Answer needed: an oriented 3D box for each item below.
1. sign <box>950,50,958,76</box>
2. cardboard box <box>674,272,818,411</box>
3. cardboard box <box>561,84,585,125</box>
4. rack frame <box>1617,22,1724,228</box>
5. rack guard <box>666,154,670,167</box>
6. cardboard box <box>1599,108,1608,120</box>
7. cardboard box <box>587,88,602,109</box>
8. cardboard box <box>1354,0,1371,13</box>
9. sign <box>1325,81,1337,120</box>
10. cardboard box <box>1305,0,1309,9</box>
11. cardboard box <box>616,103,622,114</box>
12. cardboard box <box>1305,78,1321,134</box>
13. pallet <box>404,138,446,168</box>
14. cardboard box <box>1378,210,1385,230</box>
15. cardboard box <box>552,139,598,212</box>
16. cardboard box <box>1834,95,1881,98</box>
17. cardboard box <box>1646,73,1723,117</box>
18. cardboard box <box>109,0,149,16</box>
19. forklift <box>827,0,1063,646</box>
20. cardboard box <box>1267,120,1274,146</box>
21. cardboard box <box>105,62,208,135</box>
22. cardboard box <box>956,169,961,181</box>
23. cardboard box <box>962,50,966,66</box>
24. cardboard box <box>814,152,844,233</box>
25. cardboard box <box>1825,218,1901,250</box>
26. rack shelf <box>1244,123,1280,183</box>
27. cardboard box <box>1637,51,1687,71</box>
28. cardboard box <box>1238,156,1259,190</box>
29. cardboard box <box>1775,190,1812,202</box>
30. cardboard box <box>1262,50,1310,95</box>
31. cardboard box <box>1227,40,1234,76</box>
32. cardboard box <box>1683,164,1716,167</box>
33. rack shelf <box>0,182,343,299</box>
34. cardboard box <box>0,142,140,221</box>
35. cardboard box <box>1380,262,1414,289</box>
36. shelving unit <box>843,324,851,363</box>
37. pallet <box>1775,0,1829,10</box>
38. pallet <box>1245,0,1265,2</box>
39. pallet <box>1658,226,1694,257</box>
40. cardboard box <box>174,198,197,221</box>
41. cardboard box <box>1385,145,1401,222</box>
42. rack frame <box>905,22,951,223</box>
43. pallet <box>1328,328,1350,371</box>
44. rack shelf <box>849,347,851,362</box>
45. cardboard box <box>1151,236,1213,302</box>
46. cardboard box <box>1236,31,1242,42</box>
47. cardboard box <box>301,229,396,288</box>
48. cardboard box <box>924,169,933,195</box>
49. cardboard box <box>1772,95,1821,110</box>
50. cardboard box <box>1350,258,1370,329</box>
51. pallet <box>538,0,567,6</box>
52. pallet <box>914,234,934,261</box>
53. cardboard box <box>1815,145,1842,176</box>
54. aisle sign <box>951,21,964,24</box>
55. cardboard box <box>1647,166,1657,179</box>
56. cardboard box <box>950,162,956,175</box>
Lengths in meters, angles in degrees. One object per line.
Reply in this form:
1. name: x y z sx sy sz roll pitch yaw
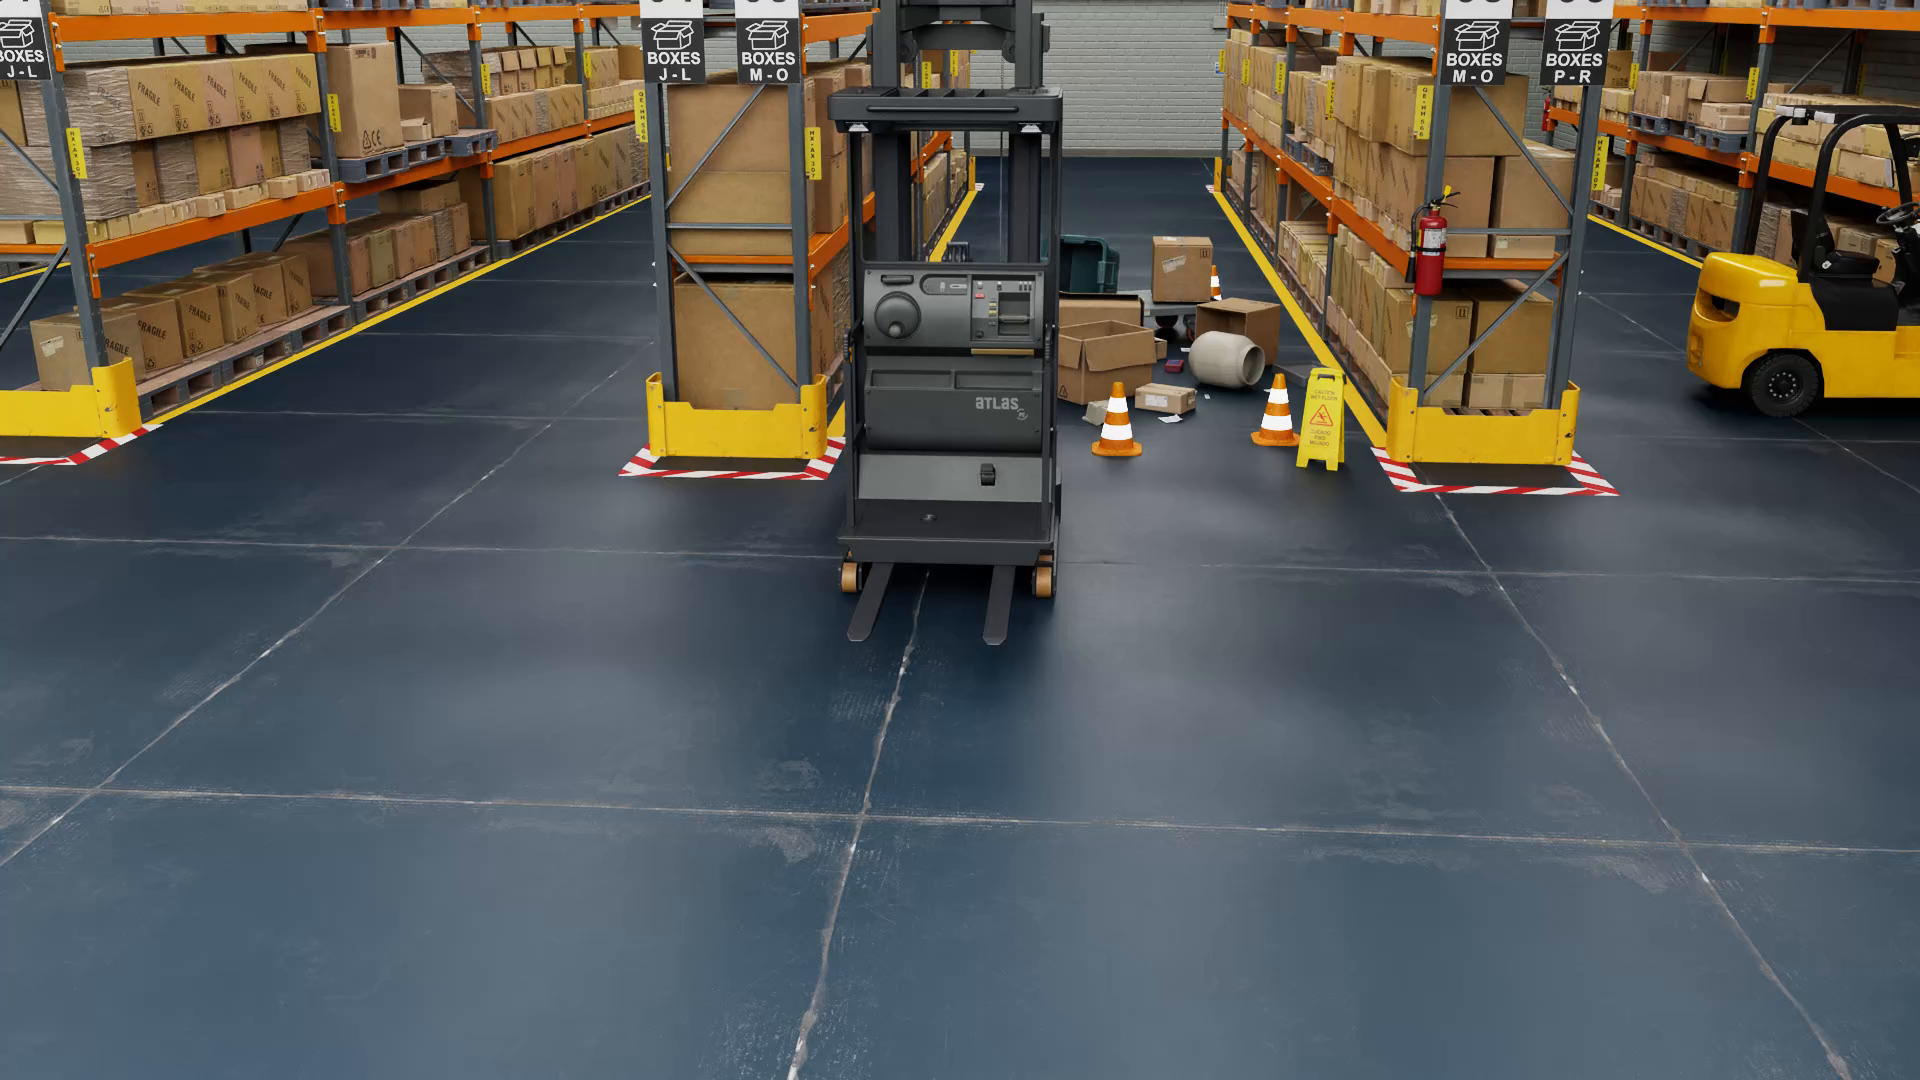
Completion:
1. sign: -0.079 -6.302 21.980 0.100 0.325 0.005 1 18 4
2. cardboard box: -1.510 -1.438 11.733 0.875 0.875 0.875 1 18 4
3. cardboard box: -5.334 -5.802 22.151 0.500 0.500 0.500 1 18 4
4. rack frame: 9.263 -5.575 21.618 1.000 3.000 0.127 1 18 4
5. rack guard: -5.284 -5.967 26.832 1.175 0.500 0.348 1 18 4
6. cardboard box: 9.062 -5.883 22.964 0.380 0.149 0.250 1 18 3
7. cardboard box: -5.278 -6.116 23.033 0.500 0.250 0.500 1 18 3
8. cardboard box: 3.394 -4.334 13.419 0.380 0.149 0.250 1 18 4
9. sign: 3.185 -3.761 14.224 0.100 0.325 0.005 1 18 4
10. cardboard box: 3.833 -5.654 17.447 0.380 0.149 0.250 1 18 4
11. cardboard box: -5.127 -6.273 24.154 0.380 0.149 0.250 1 18 5
12. cardboard box: 3.657 -4.213 16.152 0.500 0.500 0.500 1 18 2
13. pallet: -5.960 -3.956 16.988 1.003 0.211 1.213 1 18 4
14. cardboard box: 3.287 -2.358 12.204 0.380 0.149 0.250 1 18 3
15. cardboard box: -5.598 -4.896 22.286 1.225 0.875 0.875 1 18 4
16. cardboard box: 9.248 -4.499 17.133 0.380 0.149 0.250 2 18 5
17. cardboard box: 8.968 -5.516 20.603 0.700 0.500 0.500 1 18 5
18. cardboard box: -6.110 -3.837 11.739 0.500 0.250 0.500 1 18 3
19. forklift: -0.045 -1.199 8.376 1.130 2.935 3.031 1 18 4
20. cardboard box: 3.823 -4.692 19.167 0.500 0.250 0.500 2 18 5
21. cardboard box: -6.044 -3.318 12.487 0.500 0.500 0.500 1 18 4
22. cardboard box: -0.188 -5.334 24.309 0.380 0.149 0.250 1 18 4
23. cardboard box: -0.195 -7.203 24.344 0.500 0.500 0.500 2 18 7
24. cardboard box: -1.328 -2.566 12.197 0.875 0.550 0.550 1 18 4
25. cardboard box: 8.831 -2.798 16.283 0.875 0.625 0.625 1 18 2
26. rack shelf: 4.169 -4.721 20.169 1.077 0.370 4.000 1 18 4
27. cardboard box: 9.635 -6.458 22.872 0.500 0.500 0.500 1 18 2
28. cardboard box: 4.594 -5.417 24.578 0.875 0.438 0.875 2 18 5
29. cardboard box: 9.325 -3.807 18.523 0.380 0.149 0.250 2 18 7
30. cardboard box: 3.916 -5.602 19.935 0.500 0.500 0.500 1 18 3
31. cardboard box: 4.250 -7.146 24.647 0.500 0.500 0.500 1 18 2
32. cardboard box: 9.524 -4.774 21.473 0.380 0.149 0.250 1 18 2
33. rack shelf: -6.289 -2.458 13.262 1.077 0.370 4.000 1 18 4
34. cardboard box: -6.366 -2.538 11.712 0.875 0.500 0.500 1 18 4
35. cardboard box: 3.208 -1.885 11.854 0.380 0.149 0.250 2 18 6
36. shelving unit: -0.545 -0.811 10.213 0.252 1.050 0.215 9 20 27
37. pallet: 9.017 -5.455 16.740 1.213 0.211 1.003 2 18 6
38. pallet: 4.381 -7.321 22.275 1.003 0.211 1.213 1 18 4
39. pallet: 9.158 -3.616 20.120 1.003 0.211 1.213 1 18 4
40. cardboard box: -6.092 -2.531 12.732 0.380 0.149 0.250 1 18 4
41. cardboard box: 3.256 -2.476 11.525 0.500 0.500 0.500 1 18 4
42. rack frame: -0.633 -5.763 22.194 1.000 3.000 0.127 1 18 4
43. pallet: 3.726 -1.665 14.166 1.003 0.211 1.213 1 18 4
44. rack shelf: -0.545 -1.071 10.128 0.240 0.259 0.215 9 20 27
45. cardboard box: 1.961 -2.402 14.734 0.500 0.500 0.500 1 18 4
46. cardboard box: 4.144 -7.173 23.687 0.380 0.149 0.250 1 18 3
47. cardboard box: -6.028 -2.780 16.397 0.700 0.500 0.500 1 18 4
48. cardboard box: -0.592 -4.255 19.728 0.500 0.250 0.500 1 18 3
49. cardboard box: 8.642 -4.513 17.175 0.380 0.149 0.250 2 18 5
50. cardboard box: 3.361 -1.944 13.076 0.500 0.500 0.500 2 18 7
51. pallet: -5.589 -6.954 21.319 0.805 0.209 1.217 1 18 2
52. pallet: -0.862 -3.439 19.578 1.003 0.211 1.213 1 18 4
53. cardboard box: 8.591 -3.651 15.990 0.500 0.250 0.500 2 18 6
54. aisle sign: -0.041 -8.257 25.630 0.394 0.787 0.004 1 18 4
55. cardboard box: 9.029 -4.701 21.252 0.380 0.149 0.250 1 18 2
56. cardboard box: -0.258 -5.316 23.777 0.380 0.149 0.250 2 18 5
